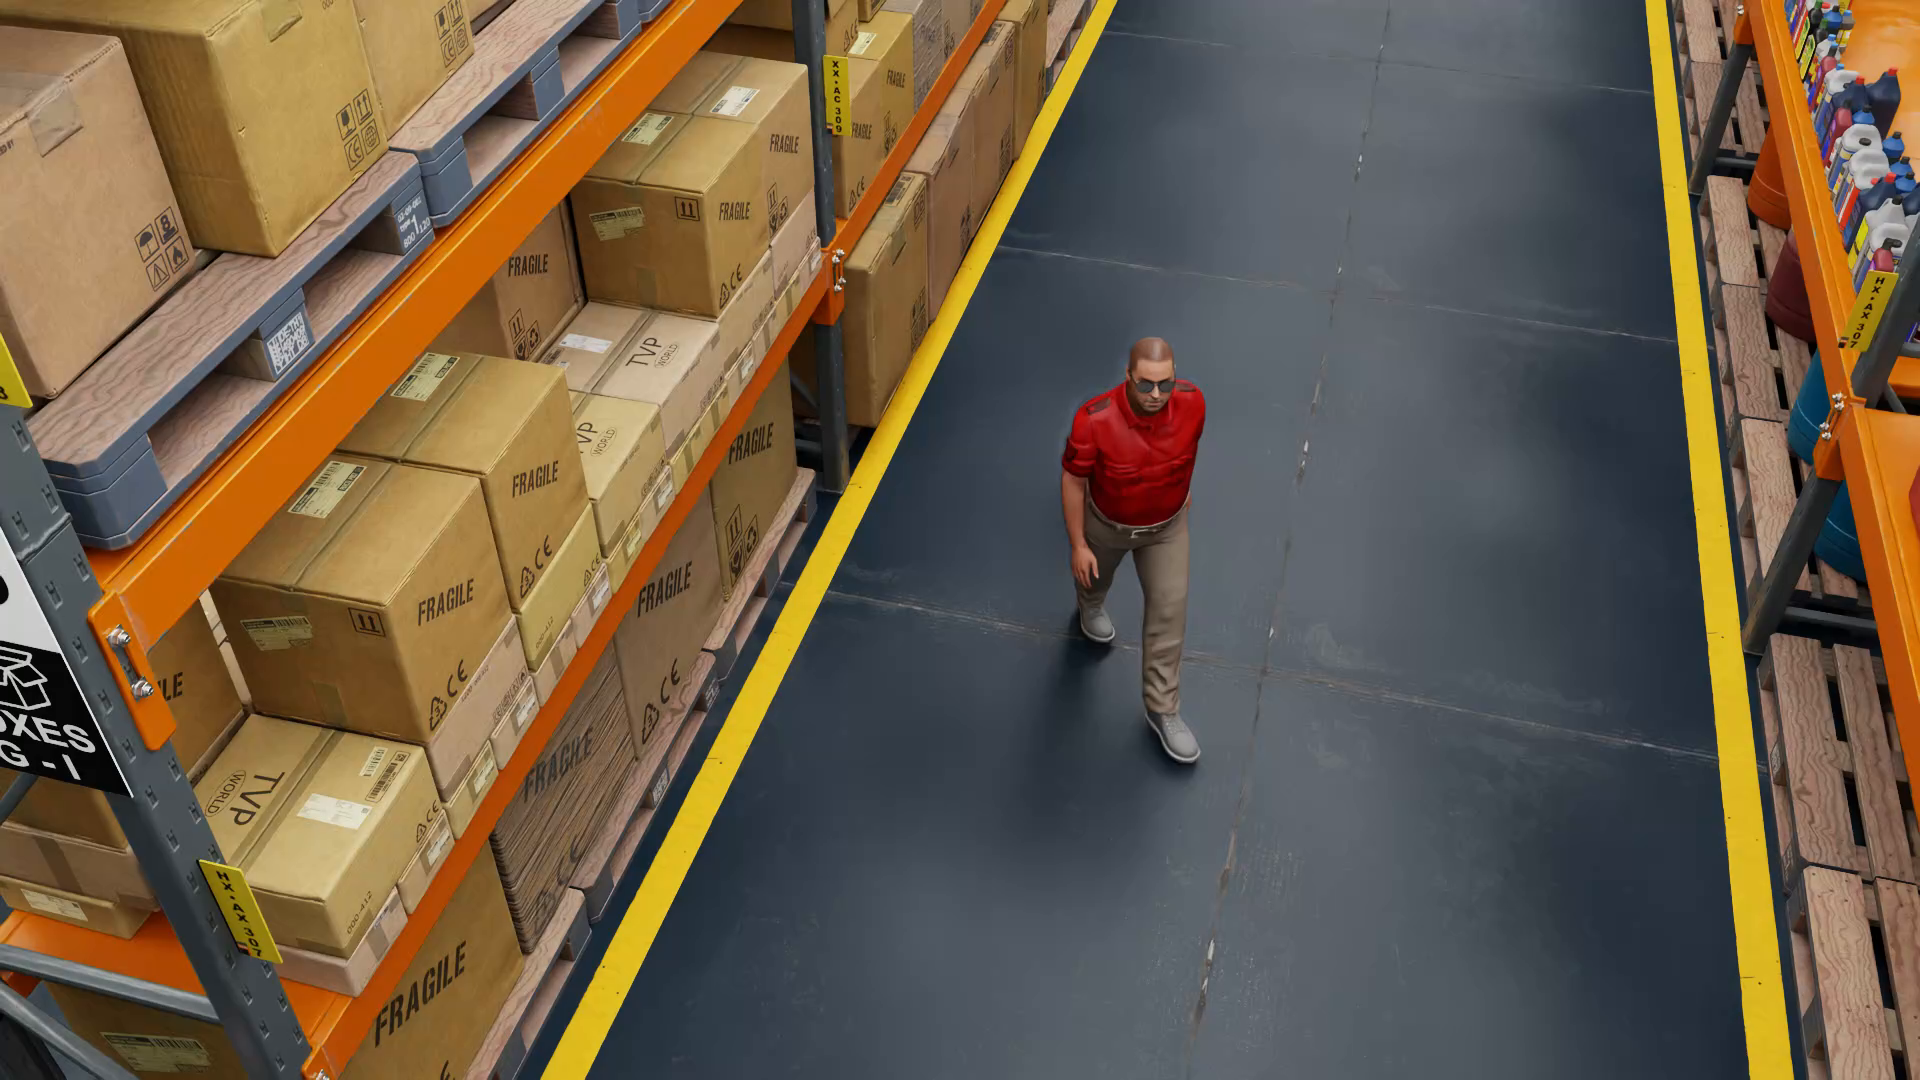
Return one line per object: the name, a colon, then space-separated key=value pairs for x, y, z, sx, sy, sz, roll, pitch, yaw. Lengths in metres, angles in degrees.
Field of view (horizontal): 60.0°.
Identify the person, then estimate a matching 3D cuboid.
person: x=0.650 y=-0.058 z=6.232 sx=0.570 sy=1.653 sz=1.041 roll=-6 pitch=41 yaw=-6
